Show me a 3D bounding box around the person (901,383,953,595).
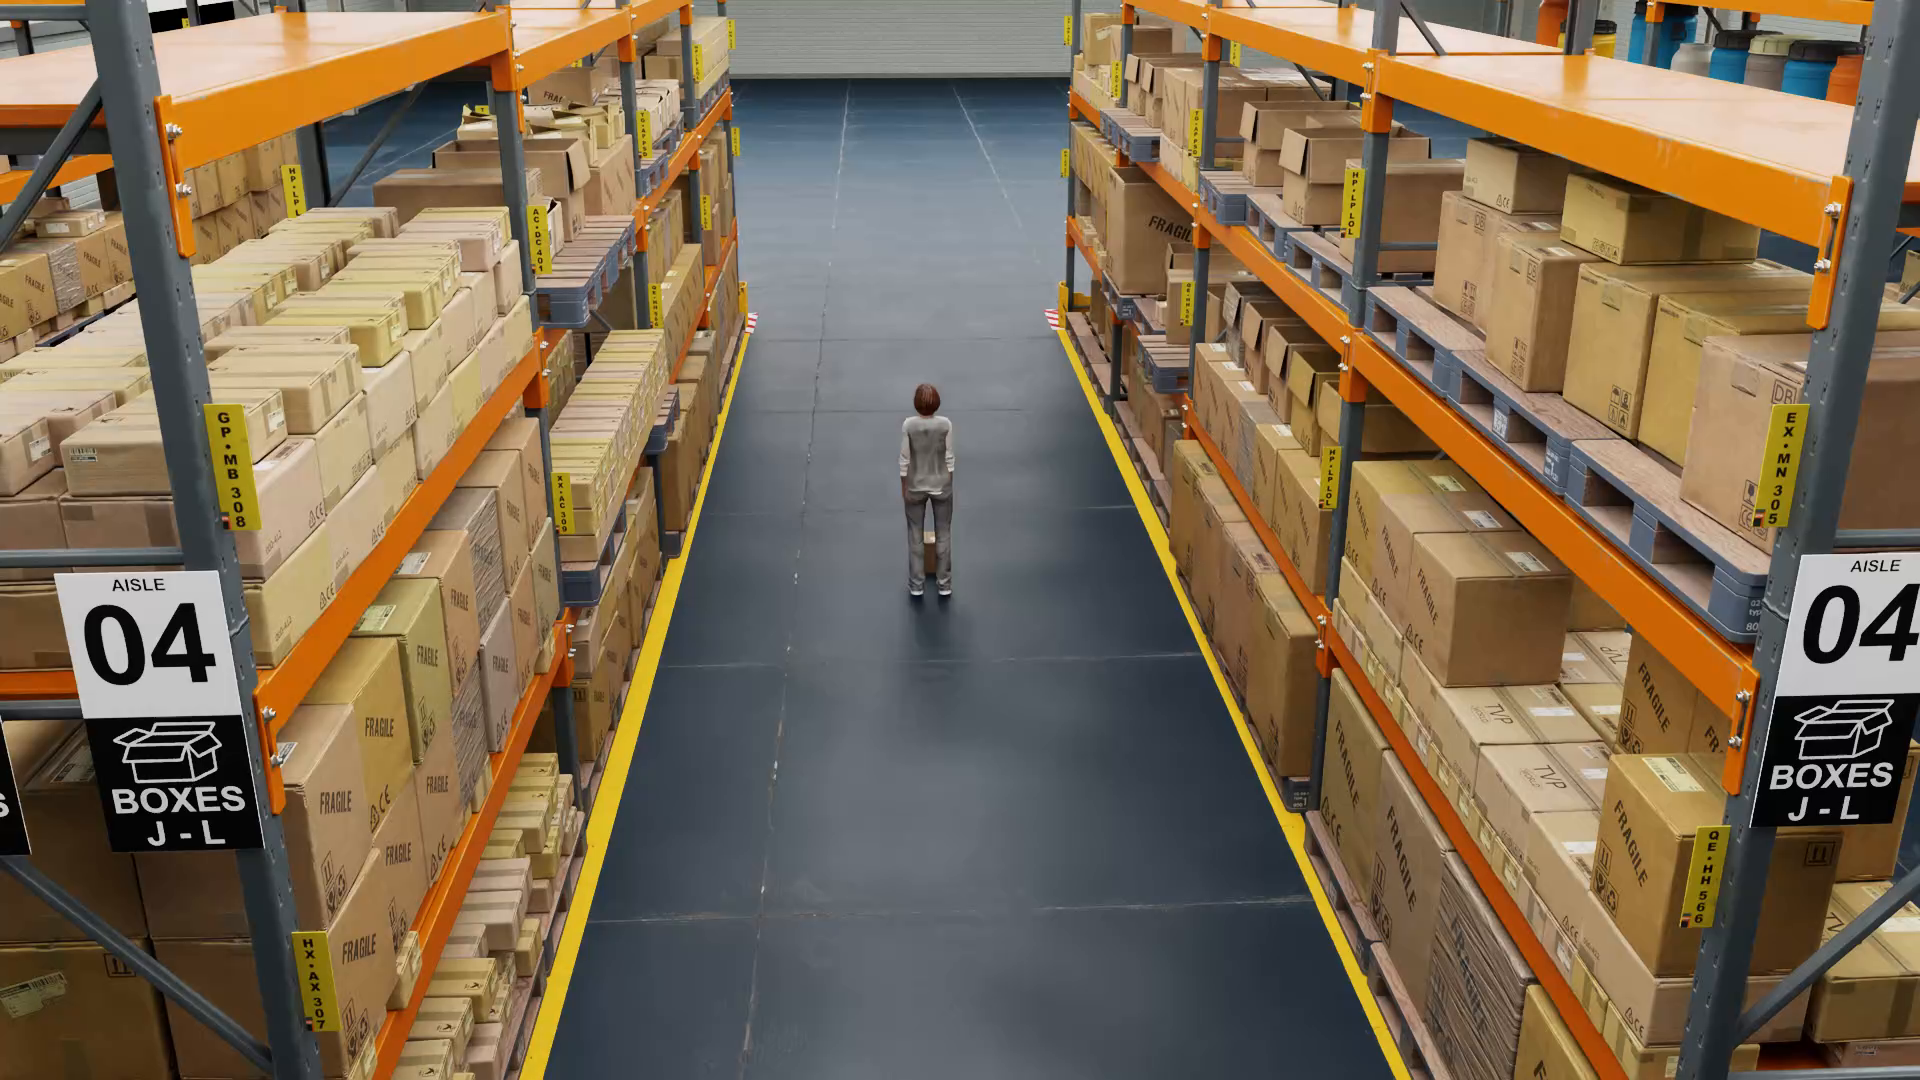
[{"bbox_3d":[-0.240,-0.367,12.068,0.387,1.597,0.300,-1,21,-2],"label":"person"}]
